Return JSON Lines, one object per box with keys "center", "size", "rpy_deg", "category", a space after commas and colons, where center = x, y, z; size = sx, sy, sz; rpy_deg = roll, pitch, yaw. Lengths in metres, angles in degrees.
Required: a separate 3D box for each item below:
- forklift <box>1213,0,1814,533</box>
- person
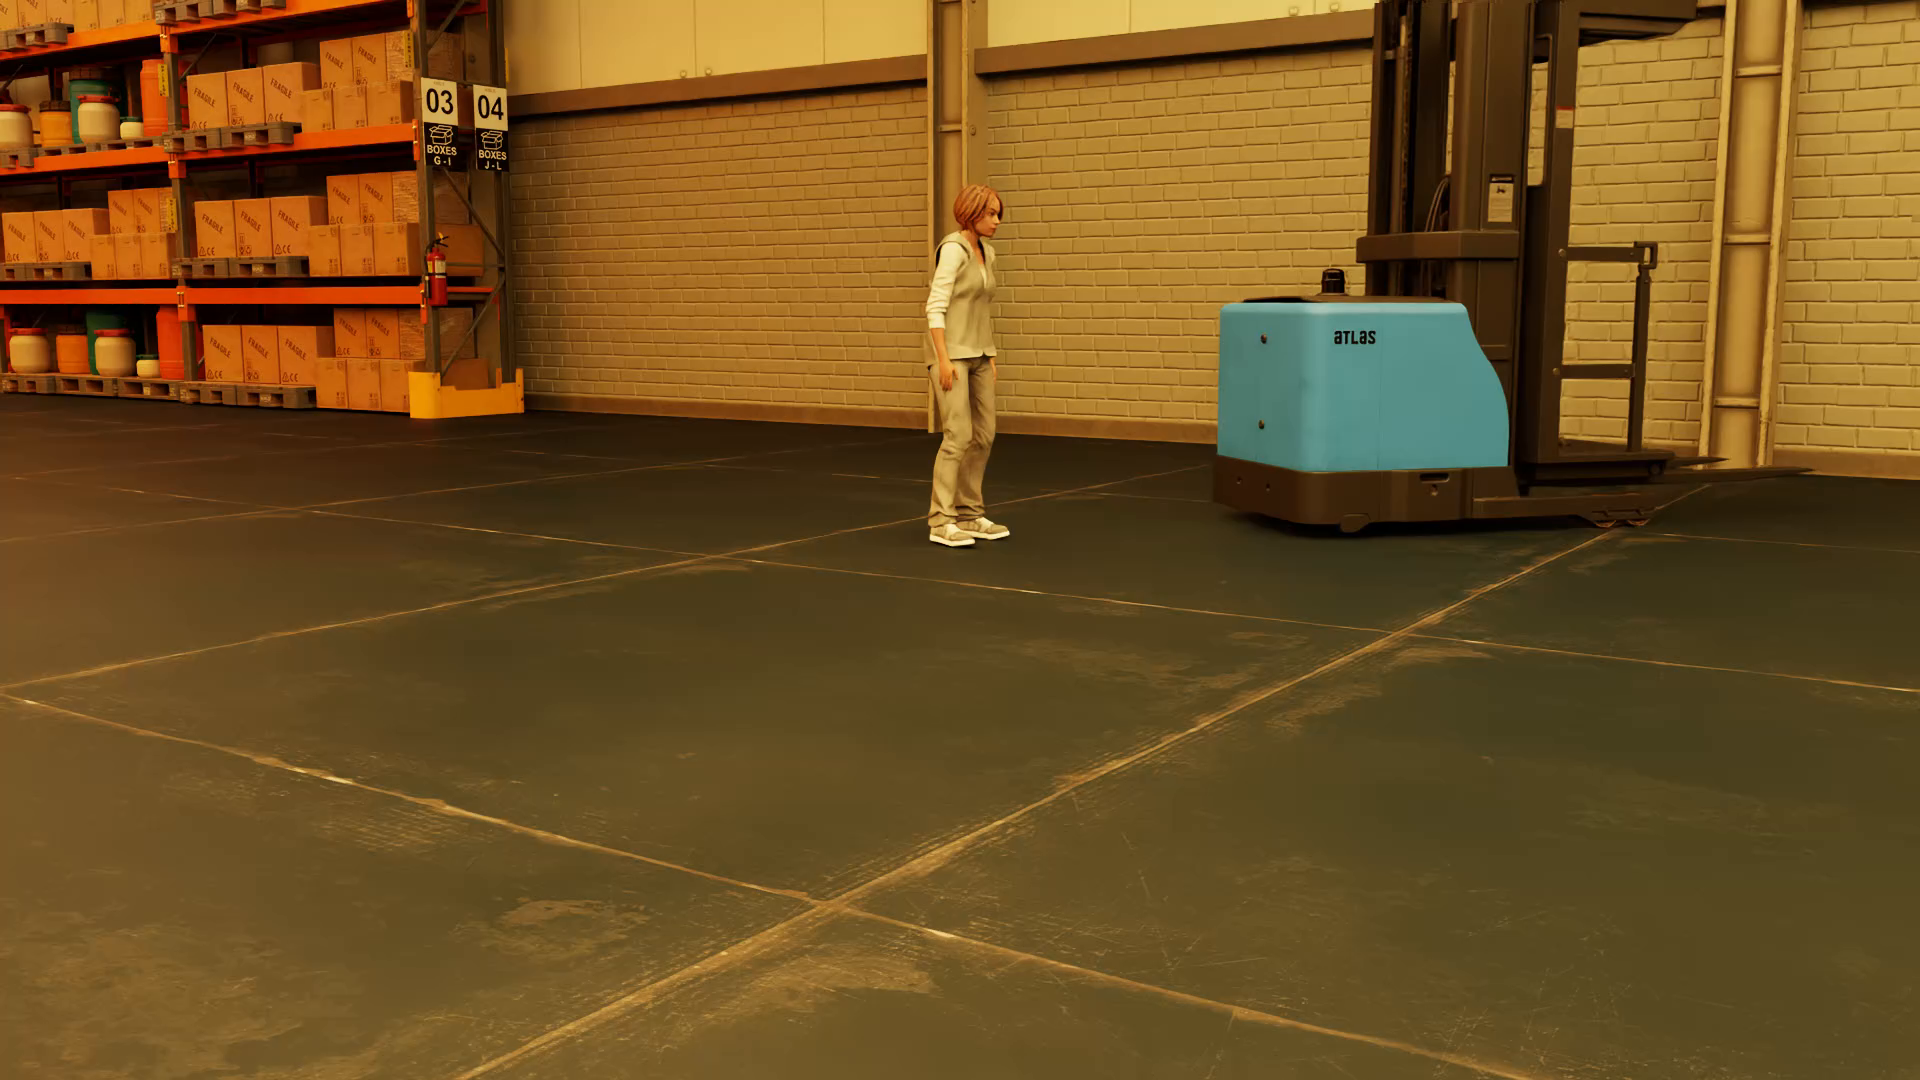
{"center": [2.865, -1.577, 8.285], "size": [3.031, 2.935, 1.130], "rpy_deg": [-2, 8, -17], "category": "forklift"}
{"center": [0.021, -0.786, 7.485], "size": [0.344, 1.591, 0.467], "rpy_deg": [5, 10, 32], "category": "person"}
